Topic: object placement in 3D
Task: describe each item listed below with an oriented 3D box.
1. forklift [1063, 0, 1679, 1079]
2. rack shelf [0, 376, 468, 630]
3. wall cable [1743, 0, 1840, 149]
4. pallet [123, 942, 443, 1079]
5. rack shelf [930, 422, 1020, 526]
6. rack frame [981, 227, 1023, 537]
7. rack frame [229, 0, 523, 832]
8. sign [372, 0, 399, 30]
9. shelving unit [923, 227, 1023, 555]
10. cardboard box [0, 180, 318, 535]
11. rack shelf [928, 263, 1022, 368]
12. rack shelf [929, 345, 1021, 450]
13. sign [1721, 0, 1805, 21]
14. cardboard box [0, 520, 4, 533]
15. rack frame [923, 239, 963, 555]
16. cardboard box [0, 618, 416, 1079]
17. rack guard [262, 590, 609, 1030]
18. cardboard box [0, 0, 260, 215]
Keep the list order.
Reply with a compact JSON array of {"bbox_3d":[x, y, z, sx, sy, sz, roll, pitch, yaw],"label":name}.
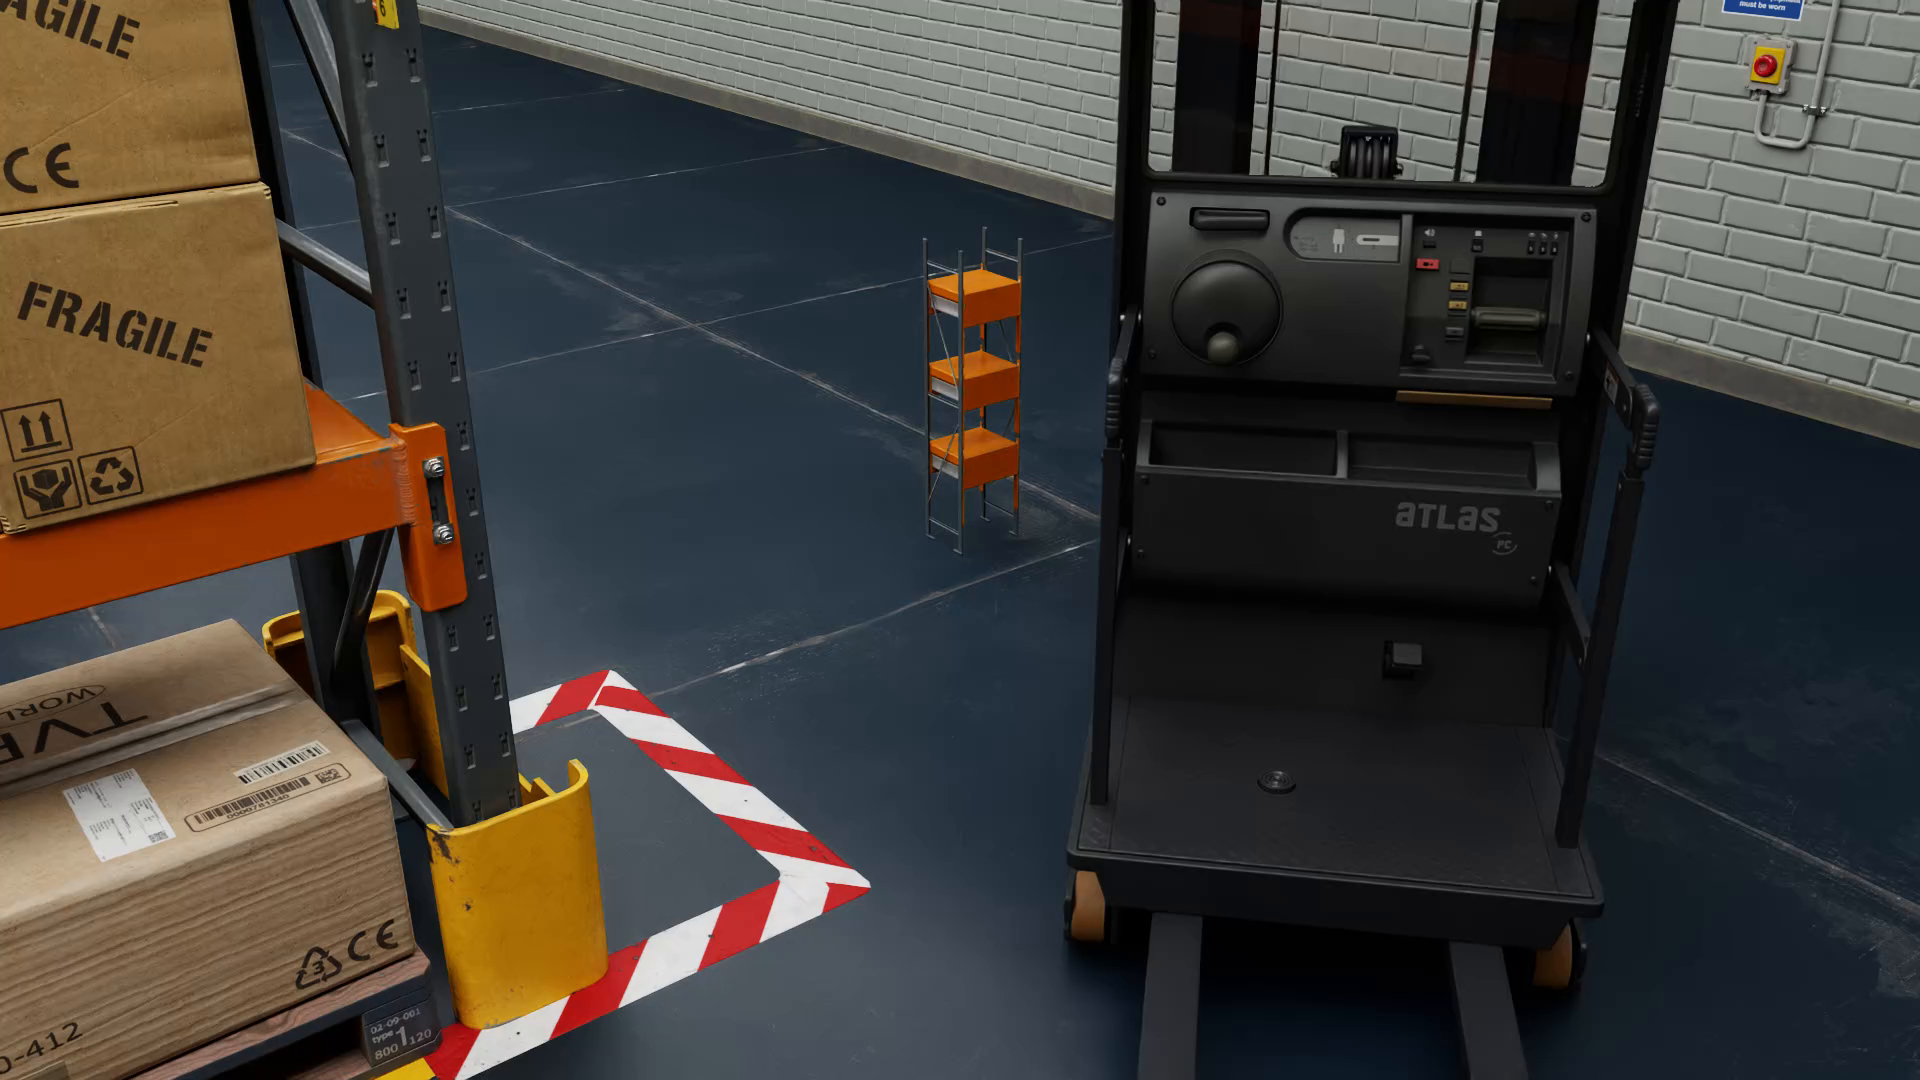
[{"bbox_3d":[0.835,-0.509,3.365,1.130,2.935,3.031,4,25,8],"label":"forklift"},{"bbox_3d":[-2.843,0.301,2.394,4.000,0.370,1.077,-18,31,-34],"label":"rack shelf"},{"bbox_3d":[3.153,-2.493,6.314,0.123,1.953,0.585,-18,31,-34],"label":"wall cable"},{"bbox_3d":[-1.850,0.953,3.445,1.213,0.211,1.003,-18,31,-34],"label":"pallet"},{"bbox_3d":[0.042,-0.228,5.680,0.240,0.259,0.215,-18,31,-34],"label":"rack shelf"},{"bbox_3d":[0.138,-0.522,5.627,0.008,1.050,0.200,-18,31,-34],"label":"rack frame"},{"bbox_3d":[-1.269,-0.545,3.362,0.127,3.000,1.000,-18,31,-34],"label":"rack frame"},{"bbox_3d":[-0.945,-0.995,2.673,0.005,0.325,0.100,-18,31,-34],"label":"sign"},{"bbox_3d":[0.042,-0.490,5.559,0.252,1.050,0.215,-18,31,-34],"label":"shelving unit"},{"bbox_3d":[-1.486,-0.378,2.882,0.500,0.500,0.500,-18,30,-34],"label":"cardboard box"},{"bbox_3d":[0.042,-0.738,5.444,0.240,0.259,0.215,-18,31,-34],"label":"rack shelf"},{"bbox_3d":[0.042,-0.481,5.563,0.240,0.259,0.215,-18,31,-34],"label":"rack shelf"},{"bbox_3d":[3.172,-2.172,6.546,0.001,0.218,0.327,-18,31,-34],"label":"sign"},{"bbox_3d":[-1.890,-0.252,2.612,0.500,0.500,0.500,-19,31,-35],"label":"cardboard box"},{"bbox_3d":[-0.054,-0.458,5.491,0.008,1.050,0.200,-18,31,-34],"label":"rack frame"},{"bbox_3d":[-1.727,0.631,3.372,0.875,0.438,0.875,-19,31,-36],"label":"cardboard box"},{"bbox_3d":[-1.250,0.582,3.901,0.348,0.500,1.175,-18,31,-34],"label":"rack guard"},{"bbox_3d":[-1.502,-0.840,2.690,0.500,0.500,0.500,-17,30,-32],"label":"cardboard box"}]
